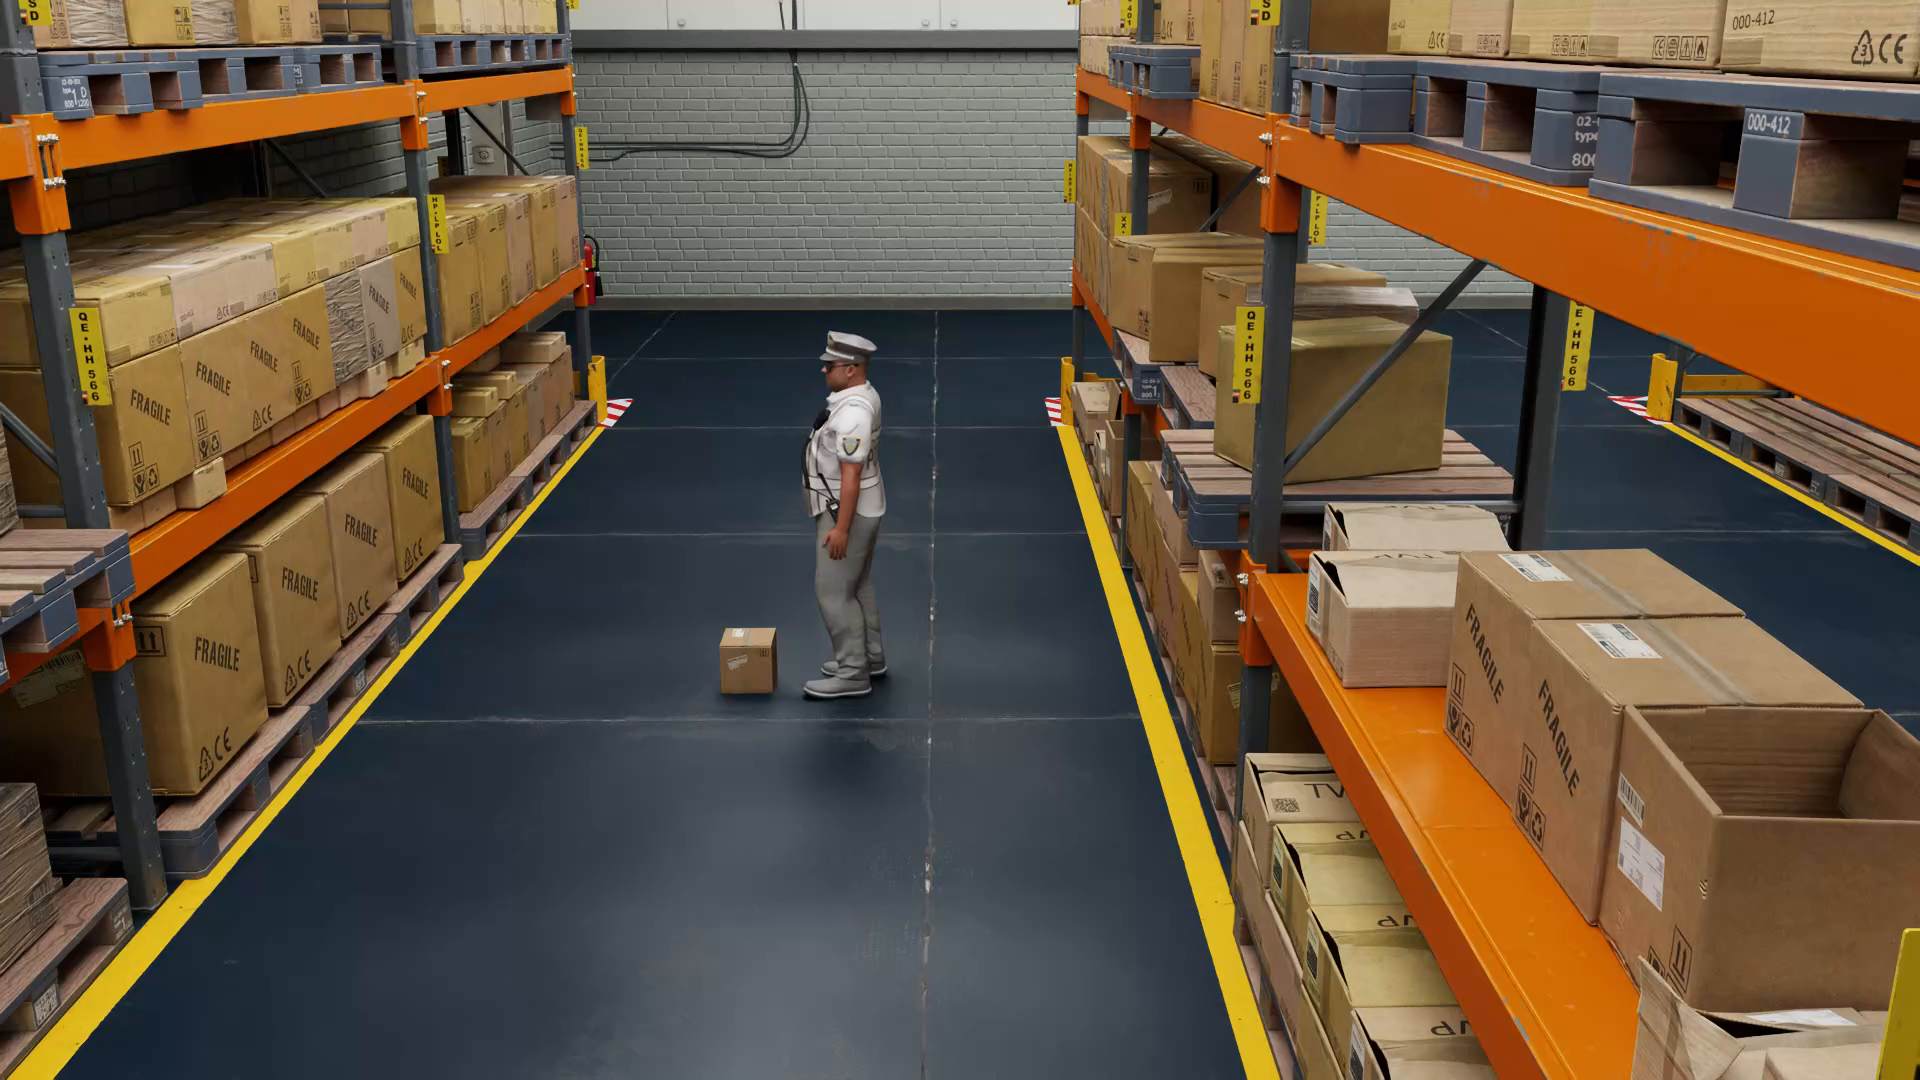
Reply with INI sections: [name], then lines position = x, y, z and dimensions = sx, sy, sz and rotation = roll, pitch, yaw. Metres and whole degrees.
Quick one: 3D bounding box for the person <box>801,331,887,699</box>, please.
[person]
position = -0.555, -0.123, 7.928
dimensions = 0.404, 1.764, 0.527
rotation = 0, 17, 0
